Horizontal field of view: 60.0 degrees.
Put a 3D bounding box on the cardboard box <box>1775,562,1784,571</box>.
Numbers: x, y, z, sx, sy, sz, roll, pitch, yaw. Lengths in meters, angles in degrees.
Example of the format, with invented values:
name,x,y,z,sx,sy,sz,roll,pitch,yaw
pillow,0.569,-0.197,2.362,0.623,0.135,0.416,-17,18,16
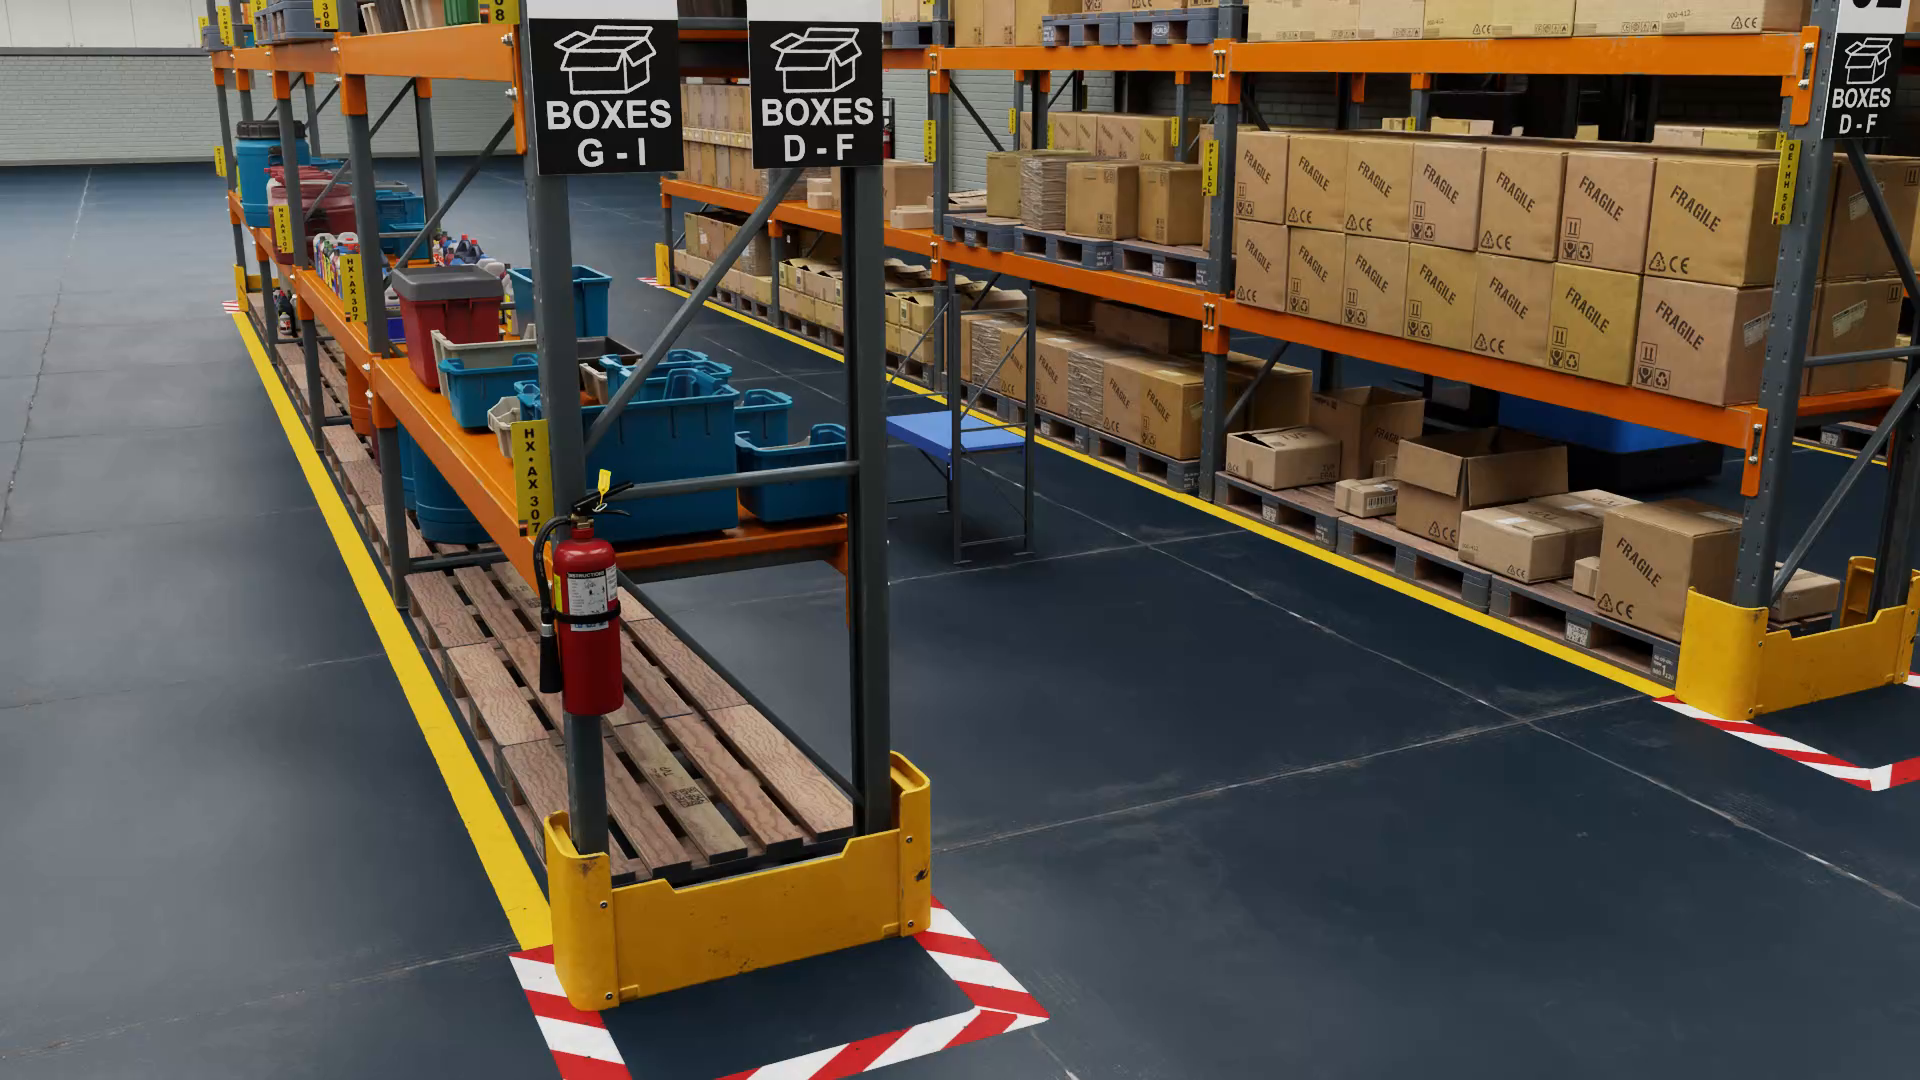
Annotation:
name,x,y,z,sx,sy,sz,roll,pitch,yaw
cardboard box,3.775,0.183,8.013,0.380,0.166,0.250,-8,18,-25

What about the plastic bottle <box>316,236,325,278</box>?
name,x,y,z,sx,sy,sz,roll,pitch,yaw
plastic bottle,-4.275,-1.905,11.186,0.097,0.271,0.097,0,16,0

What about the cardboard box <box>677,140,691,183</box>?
name,x,y,z,sx,sy,sz,roll,pitch,yaw
cardboard box,-3.058,-4.658,20.362,0.700,0.500,0.500,-8,18,-25

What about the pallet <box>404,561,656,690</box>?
name,x,y,z,sx,sy,sz,roll,pitch,yaw
pallet,-2.091,0.364,8.099,1.003,0.211,1.213,-8,18,-25

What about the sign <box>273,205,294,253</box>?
name,x,y,z,sx,sy,sz,roll,pitch,yaw
sign,-4.692,-2.156,11.530,0.100,0.325,0.005,-8,18,-25

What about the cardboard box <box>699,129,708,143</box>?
name,x,y,z,sx,sy,sz,roll,pitch,yaw
cardboard box,-2.819,-4.708,19.361,0.380,0.149,0.250,-8,18,-27

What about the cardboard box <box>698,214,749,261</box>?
name,x,y,z,sx,sy,sz,roll,pitch,yaw
cardboard box,-2.764,-3.562,19.588,0.500,0.500,0.500,-8,18,-25

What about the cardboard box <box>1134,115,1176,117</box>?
name,x,y,z,sx,sy,sz,roll,pitch,yaw
cardboard box,2.498,-5.027,20.708,0.500,0.500,0.500,-7,17,-23

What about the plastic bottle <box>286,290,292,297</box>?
name,x,y,z,sx,sy,sz,roll,pitch,yaw
plastic bottle,-6.692,-2.350,16.628,0.061,0.283,0.133,-8,18,-25

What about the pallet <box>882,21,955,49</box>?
name,x,y,z,sx,sy,sz,roll,pitch,yaw
pallet,-0.124,-4.252,14.034,1.213,0.211,1.003,-7,17,-22

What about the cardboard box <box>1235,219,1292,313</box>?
name,x,y,z,sx,sy,sz,roll,pitch,yaw
cardboard box,1.985,-1.640,9.847,0.500,0.500,0.500,-7,17,-23

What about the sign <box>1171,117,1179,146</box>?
name,x,y,z,sx,sy,sz,roll,pitch,yaw
sign,2.469,-4.683,19.063,0.100,0.325,0.005,-8,18,-25

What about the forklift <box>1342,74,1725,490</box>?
name,x,y,z,sx,sy,sz,roll,pitch,yaw
forklift,3.939,-2.087,11.711,1.130,2.935,3.031,-8,18,-26

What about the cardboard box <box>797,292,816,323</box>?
name,x,y,z,sx,sy,sz,roll,pitch,yaw
cardboard box,-1.322,-2.359,16.755,0.500,0.250,0.500,-7,18,-24

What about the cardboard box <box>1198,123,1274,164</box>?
name,x,y,z,sx,sy,sz,roll,pitch,yaw
cardboard box,3.145,-4.464,18.889,0.700,0.500,0.500,-8,18,-25

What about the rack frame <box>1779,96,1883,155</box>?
name,x,y,z,sx,sy,sz,roll,pitch,yaw
rack frame,6.458,-2.351,12.505,1.000,3.000,0.127,-8,18,-25

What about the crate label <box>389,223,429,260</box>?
name,x,y,z,sx,sy,sz,roll,pitch,yaw
crate label,-4.048,-2.215,12.335,0.303,0.233,0.416,-8,18,-25

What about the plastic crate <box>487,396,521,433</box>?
name,x,y,z,sx,sy,sz,roll,pitch,yaw
plastic crate,-1.620,-0.455,6.269,0.298,0.136,0.250,-8,18,-25

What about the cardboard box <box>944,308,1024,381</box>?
name,x,y,z,sx,sy,sz,roll,pitch,yaw
cardboard box,0.197,-1.606,13.643,0.500,0.500,0.500,-7,17,-23

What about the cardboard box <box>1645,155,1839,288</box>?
name,x,y,z,sx,sy,sz,roll,pitch,yaw
cardboard box,3.317,-1.366,7.077,0.500,0.500,0.500,-8,18,-25

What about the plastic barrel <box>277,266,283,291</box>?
name,x,y,z,sx,sy,sz,roll,pitch,yaw
plastic barrel,-7.348,-2.981,18.451,0.421,0.512,0.421,0,16,0

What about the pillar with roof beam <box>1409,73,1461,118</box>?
name,x,y,z,sx,sy,sz,roll,pitch,yaw
pillar with roof beam,1.044,-6.133,14.809,9.100,9.000,0.400,-8,18,-25

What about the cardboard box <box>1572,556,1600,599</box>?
name,x,y,z,sx,sy,sz,roll,pitch,yaw
cardboard box,3.203,0.174,8.044,0.380,0.166,0.250,-8,18,-25

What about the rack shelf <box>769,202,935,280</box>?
name,x,y,z,sx,sy,sz,roll,pitch,yaw
rack shelf,-0.622,-2.894,15.700,1.077,0.370,4.000,-8,18,-25

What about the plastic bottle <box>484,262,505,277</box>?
name,x,y,z,sx,sy,sz,roll,pitch,yaw
plastic bottle,-2.714,-1.485,9.711,0.152,0.276,0.135,-8,18,-25

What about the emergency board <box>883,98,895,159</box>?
name,x,y,z,sx,sy,sz,roll,pitch,yaw
emergency board,-1.392,-7.363,29.969,0.194,1.169,0.643,-8,18,-25

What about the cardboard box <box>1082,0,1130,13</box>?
name,x,y,z,sx,sy,sz,roll,pitch,yaw
cardboard box,1.265,-3.956,11.535,0.600,0.600,0.600,-8,18,-27

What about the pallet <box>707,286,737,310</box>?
name,x,y,z,sx,sy,sz,roll,pitch,yaw
pallet,-2.348,-2.900,19.474,1.003,0.211,1.213,-8,18,-25

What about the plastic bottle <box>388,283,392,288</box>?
name,x,y,z,sx,sy,sz,roll,pitch,yaw
plastic bottle,-3.071,-1.244,8.871,0.152,0.276,0.135,-8,18,-25

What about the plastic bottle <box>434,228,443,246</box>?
name,x,y,z,sx,sy,sz,roll,pitch,yaw
plastic bottle,-3.640,-2.041,11.636,0.061,0.283,0.133,-8,18,-25

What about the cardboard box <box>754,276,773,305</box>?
name,x,y,z,sx,sy,sz,roll,pitch,yaw
cardboard box,-1.898,-2.704,17.959,0.500,0.250,0.500,-8,18,-25

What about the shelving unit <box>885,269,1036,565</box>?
name,x,y,z,sx,sy,sz,roll,pitch,yaw
shelving unit,-0.037,-0.742,9.617,0.538,1.500,1.048,-8,18,-25

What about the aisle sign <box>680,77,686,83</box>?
name,x,y,z,sx,sy,sz,roll,pitch,yaw
aisle sign,-3.555,-5.956,20.354,0.394,0.787,0.004,-8,18,-25

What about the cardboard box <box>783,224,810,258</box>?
name,x,y,z,sx,sy,sz,roll,pitch,yaw
cardboard box,-1.646,-3.252,18.508,0.500,0.500,0.500,-8,18,-25

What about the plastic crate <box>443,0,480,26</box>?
name,x,y,z,sx,sy,sz,roll,pitch,yaw
plastic crate,-1.384,-1.712,5.225,0.450,0.188,0.336,-8,18,-25

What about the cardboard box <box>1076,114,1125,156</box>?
name,x,y,z,sx,sy,sz,roll,pitch,yaw
cardboard box,1.805,-5.091,20.928,0.500,0.500,0.500,-7,17,-23

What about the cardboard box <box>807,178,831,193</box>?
name,x,y,z,sx,sy,sz,roll,pitch,yaw
cardboard box,-1.243,-3.546,16.942,0.500,0.250,0.500,-6,17,-21

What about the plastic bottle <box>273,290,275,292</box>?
name,x,y,z,sx,sy,sz,roll,pitch,yaw
plastic bottle,-6.908,-2.382,16.762,0.097,0.271,0.097,0,16,0

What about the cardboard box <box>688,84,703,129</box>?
name,x,y,z,sx,sy,sz,roll,pitch,yaw
cardboard box,-2.799,-5.139,19.686,0.700,0.500,0.500,-8,18,-26

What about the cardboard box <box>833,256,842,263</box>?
name,x,y,z,sx,sy,sz,roll,pitch,yaw
cardboard box,-1.063,-2.819,17.344,0.500,0.311,0.500,-8,18,-25

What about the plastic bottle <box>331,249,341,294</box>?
name,x,y,z,sx,sy,sz,roll,pitch,yaw
plastic bottle,-3.870,-1.676,10.387,0.097,0.271,0.097,0,16,0

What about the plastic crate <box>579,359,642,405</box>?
name,x,y,z,sx,sy,sz,roll,pitch,yaw
plastic crate,-1.415,-0.661,6.984,0.293,0.136,0.466,-8,18,-25

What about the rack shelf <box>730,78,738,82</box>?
name,x,y,z,sx,sy,sz,roll,pitch,yaw
rack shelf,-2.375,-5.327,18.742,1.077,0.370,4.000,-8,18,-25

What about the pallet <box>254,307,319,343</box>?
name,x,y,z,sx,sy,sz,roll,pitch,yaw
pallet,-6.748,-2.272,17.284,1.003,0.211,1.213,-8,18,-25

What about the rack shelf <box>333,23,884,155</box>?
name,x,y,z,sx,sy,sz,roll,pitch,yaw
rack shelf,-1.572,-1.754,6.291,1.077,0.370,4.000,-8,18,-25

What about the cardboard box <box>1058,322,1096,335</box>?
name,x,y,z,sx,sy,sz,roll,pitch,yaw
cardboard box,1.101,-1.421,13.000,0.500,0.500,0.500,-8,18,-27

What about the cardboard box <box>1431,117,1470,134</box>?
name,x,y,z,sx,sy,sz,roll,pitch,yaw
cardboard box,4.685,-3.753,15.275,0.500,0.250,0.500,-7,18,-24

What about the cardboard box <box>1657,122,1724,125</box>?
name,x,y,z,sx,sy,sz,roll,pitch,yaw
cardboard box,6.031,-3.310,13.732,0.500,0.250,0.500,-8,18,-27

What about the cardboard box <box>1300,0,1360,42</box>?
name,x,y,z,sx,sy,sz,roll,pitch,yaw
cardboard box,2.212,-2.846,9.065,0.500,0.250,0.500,-8,18,-25

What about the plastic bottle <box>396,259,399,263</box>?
name,x,y,z,sx,sy,sz,roll,pitch,yaw
plastic bottle,-3.096,-1.382,9.217,0.144,0.351,0.185,-8,18,-25

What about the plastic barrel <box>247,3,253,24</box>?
name,x,y,z,sx,sy,sz,roll,pitch,yaw
plastic barrel,-7.091,-5.596,17.273,0.600,0.588,0.600,0,16,0

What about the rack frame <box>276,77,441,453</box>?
name,x,y,z,sx,sy,sz,roll,pitch,yaw
rack frame,-4.200,-2.146,11.790,1.000,3.000,0.127,-8,18,-25

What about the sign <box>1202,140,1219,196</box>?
name,x,y,z,sx,sy,sz,roll,pitch,yaw
sign,1.509,-2.240,10.020,0.100,0.325,0.005,-8,18,-25
